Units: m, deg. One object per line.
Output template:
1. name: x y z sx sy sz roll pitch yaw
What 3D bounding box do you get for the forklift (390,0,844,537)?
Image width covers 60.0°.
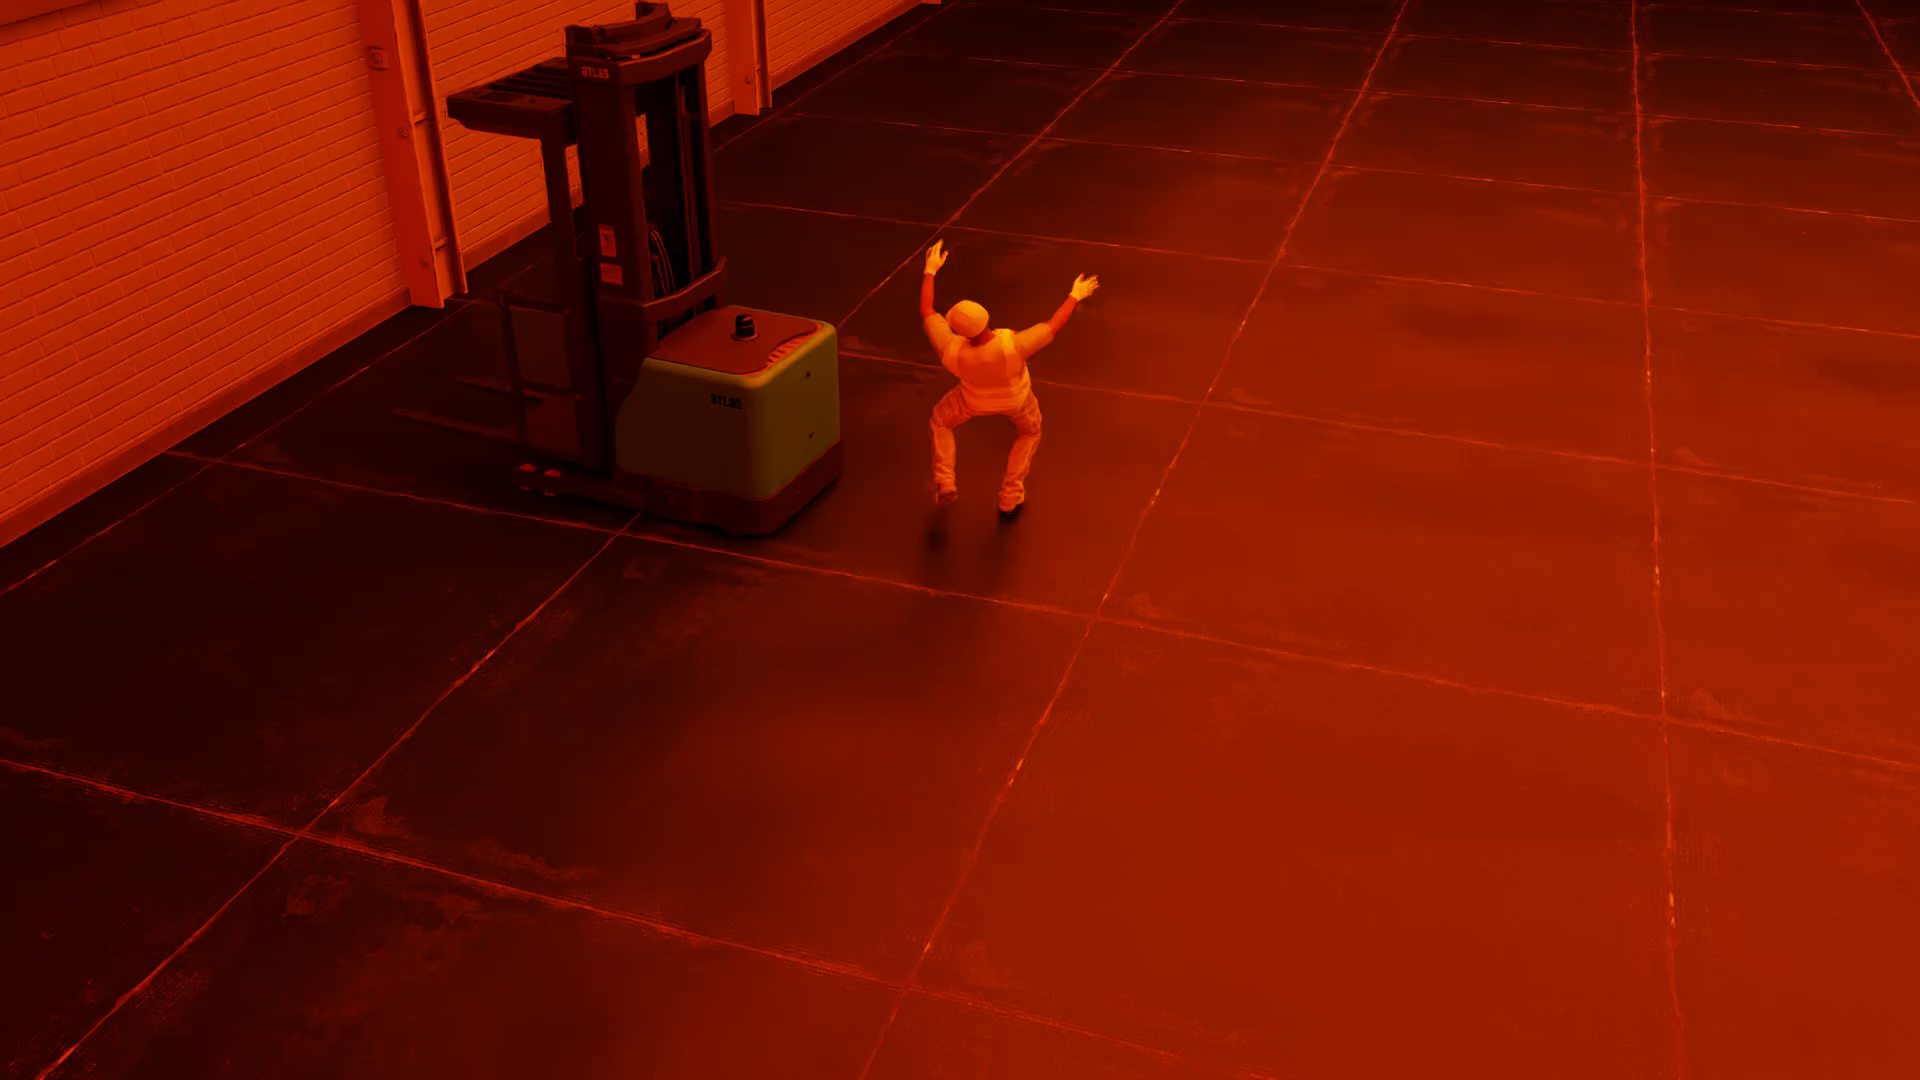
1. forklift: -2.309 -1.774 10.248 3.031 2.935 1.130 13 32 21

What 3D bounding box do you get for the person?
1. person: 0.296 -0.927 10.018 1.077 1.649 0.690 0 30 -1
